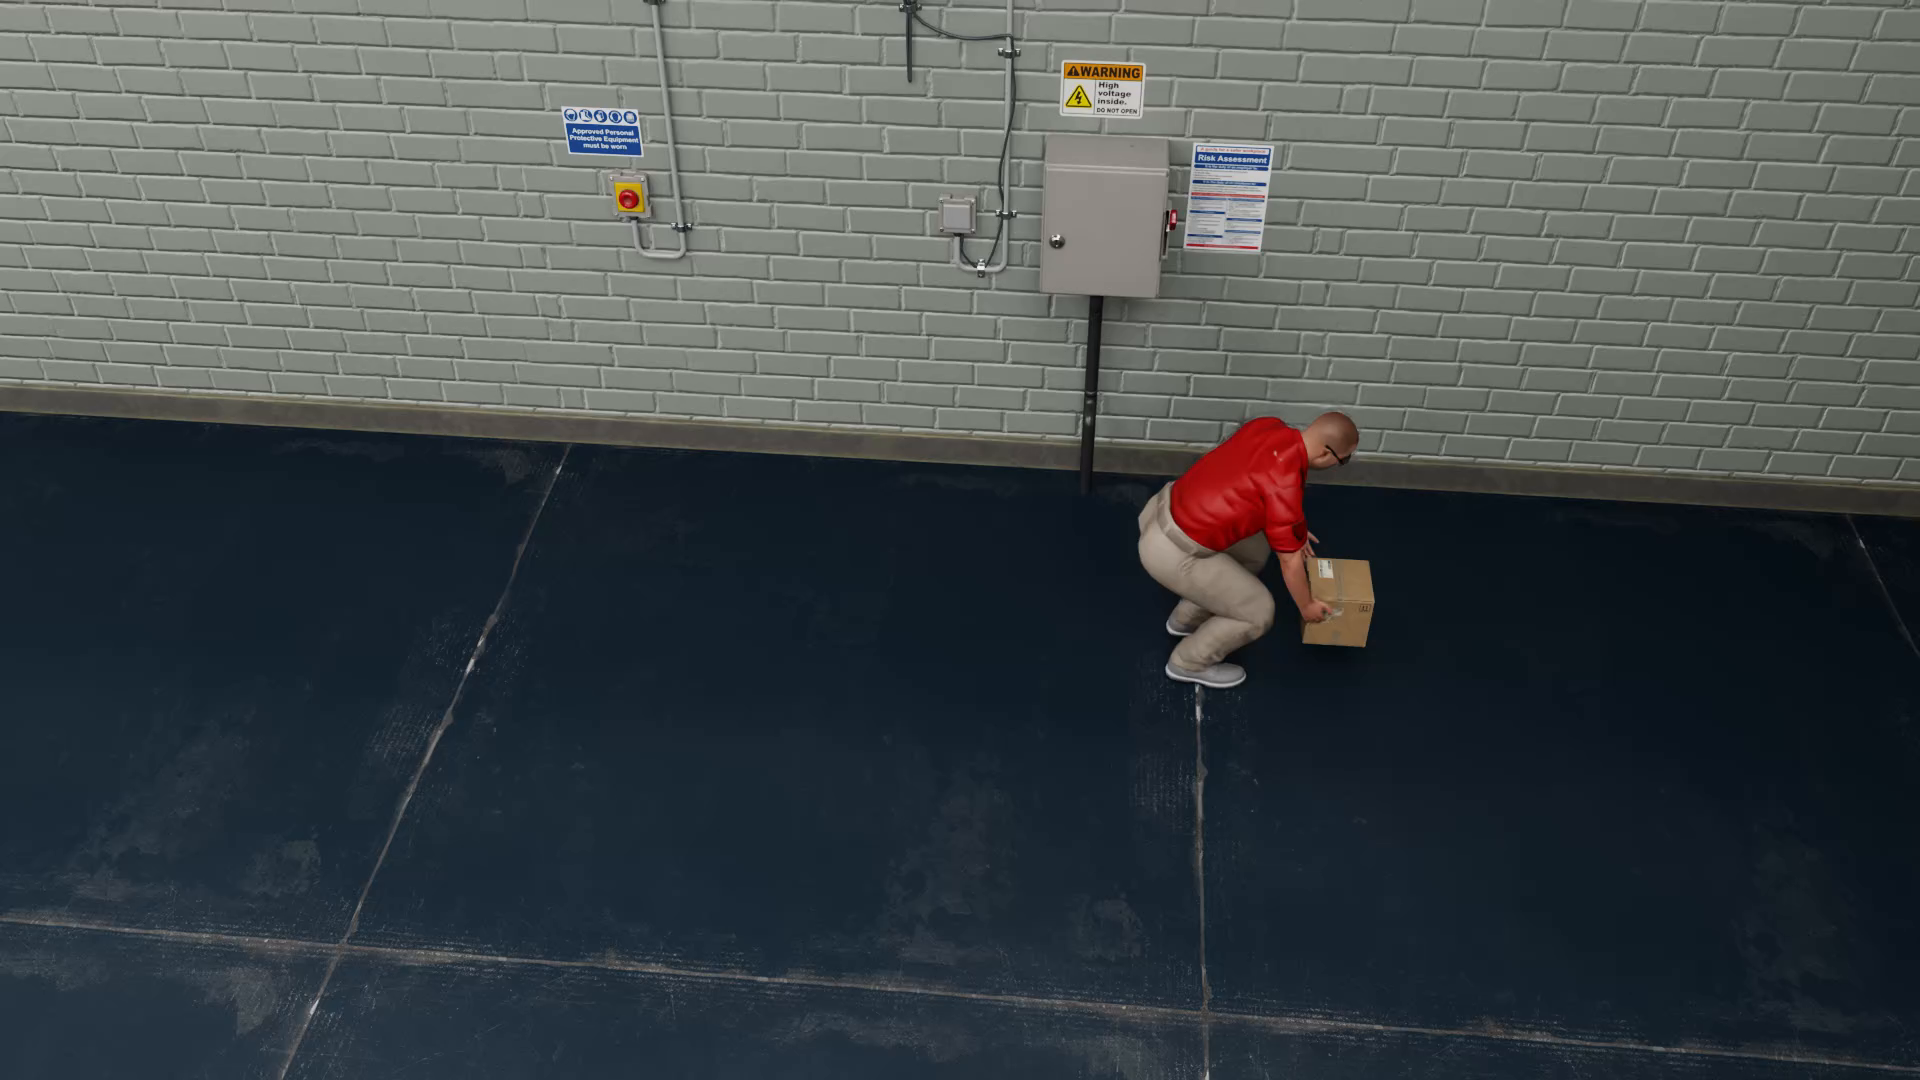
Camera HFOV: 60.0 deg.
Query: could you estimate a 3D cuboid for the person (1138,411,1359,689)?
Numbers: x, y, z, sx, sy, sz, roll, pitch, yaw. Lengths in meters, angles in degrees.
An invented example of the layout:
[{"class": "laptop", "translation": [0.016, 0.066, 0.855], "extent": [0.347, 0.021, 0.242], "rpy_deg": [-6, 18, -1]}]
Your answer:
[{"class": "person", "translation": [1.102, -0.008, 6.589], "extent": [0.798, 1.208, 0.581], "rpy_deg": [3, 40, 4]}]
